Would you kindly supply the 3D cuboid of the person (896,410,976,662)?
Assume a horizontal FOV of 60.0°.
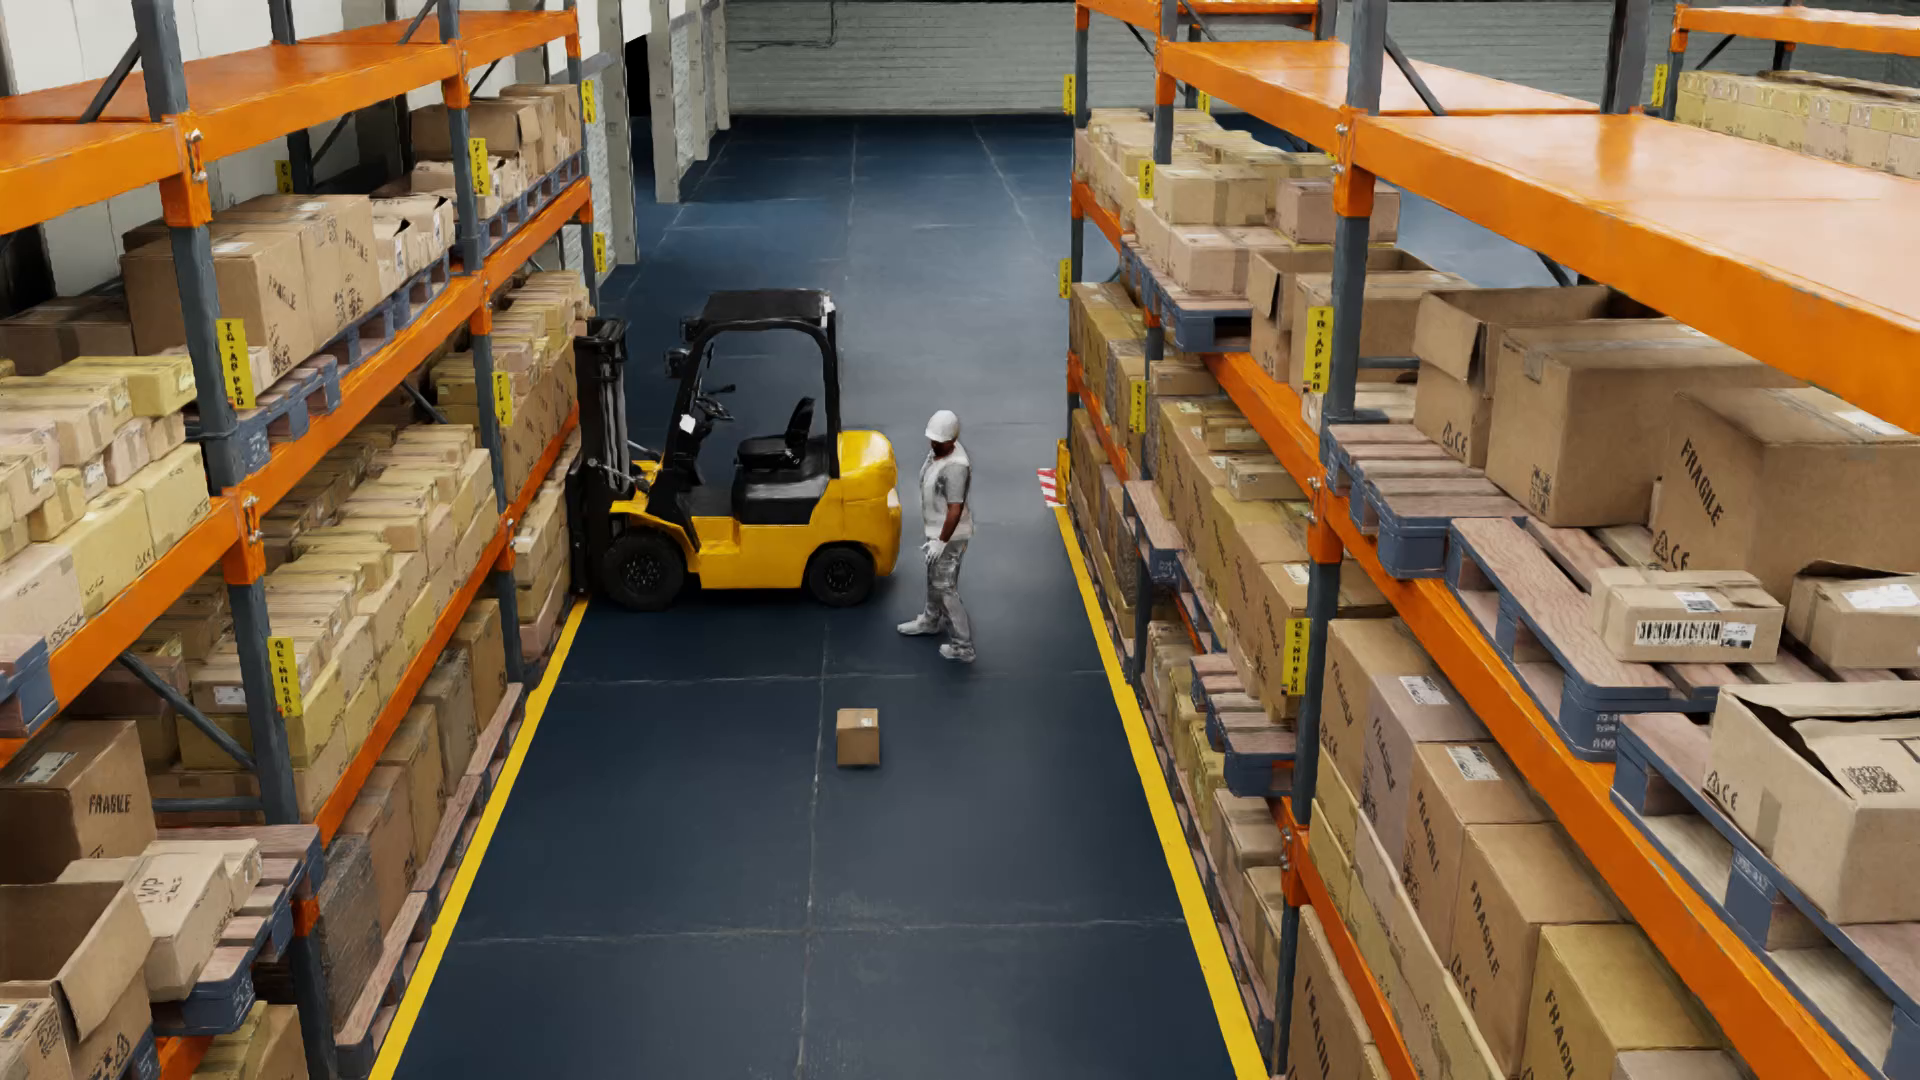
[{"bbox_3d":[-0.171,-0.066,11.269,0.564,1.771,0.687,0,20,1],"label":"person"}]
